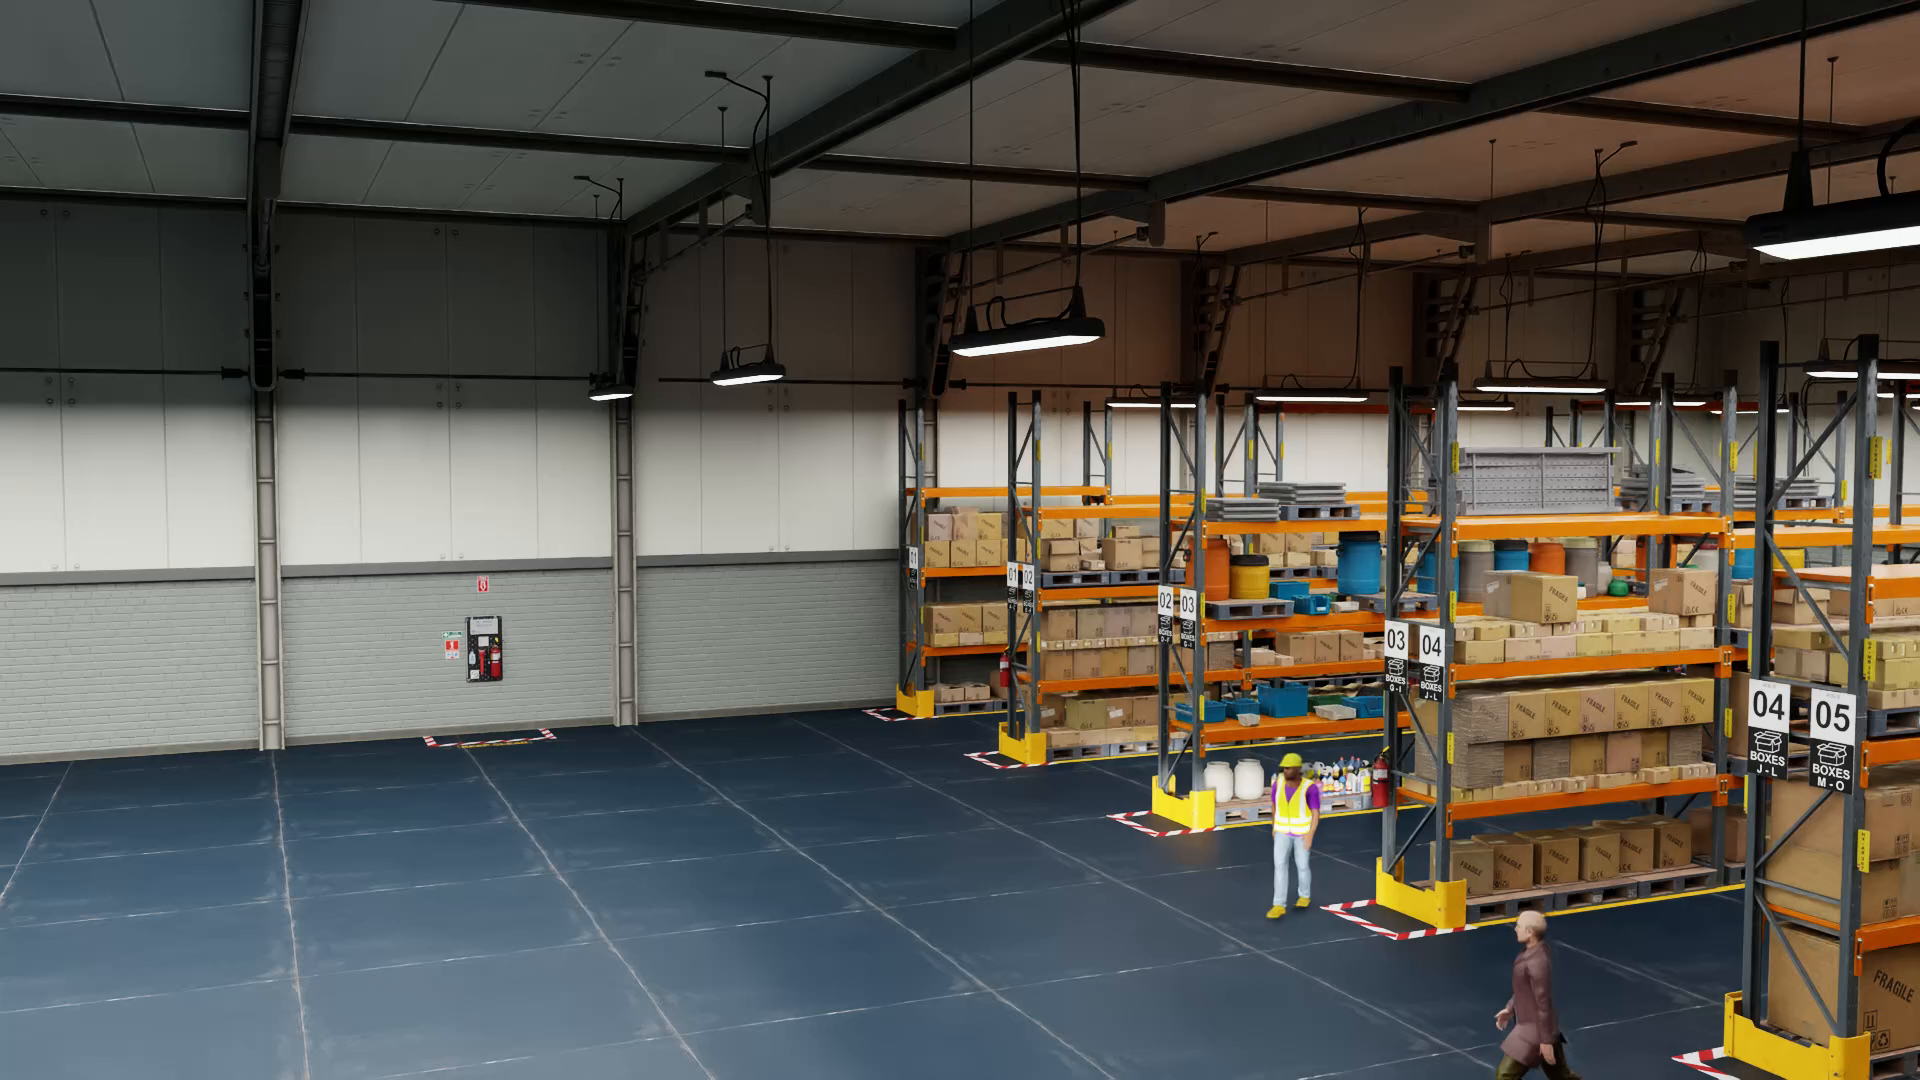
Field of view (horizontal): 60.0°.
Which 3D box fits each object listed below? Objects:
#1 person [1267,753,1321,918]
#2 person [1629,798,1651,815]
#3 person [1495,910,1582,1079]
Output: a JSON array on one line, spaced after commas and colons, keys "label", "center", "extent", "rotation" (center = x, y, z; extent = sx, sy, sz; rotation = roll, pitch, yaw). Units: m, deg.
[{"label": "person", "center": [3.634, 3.206, 18.181], "extent": [0.592, 1.729, 0.903], "rotation": [2, 4, 27]}, {"label": "person", "center": [9.160, 3.067, 22.231], "extent": [0.680, 1.597, 0.672], "rotation": [-1, 3, -11]}, {"label": "person", "center": [4.223, 3.568, 12.205], "extent": [1.201, 1.721, 0.662], "rotation": [0, 3, 5]}]
